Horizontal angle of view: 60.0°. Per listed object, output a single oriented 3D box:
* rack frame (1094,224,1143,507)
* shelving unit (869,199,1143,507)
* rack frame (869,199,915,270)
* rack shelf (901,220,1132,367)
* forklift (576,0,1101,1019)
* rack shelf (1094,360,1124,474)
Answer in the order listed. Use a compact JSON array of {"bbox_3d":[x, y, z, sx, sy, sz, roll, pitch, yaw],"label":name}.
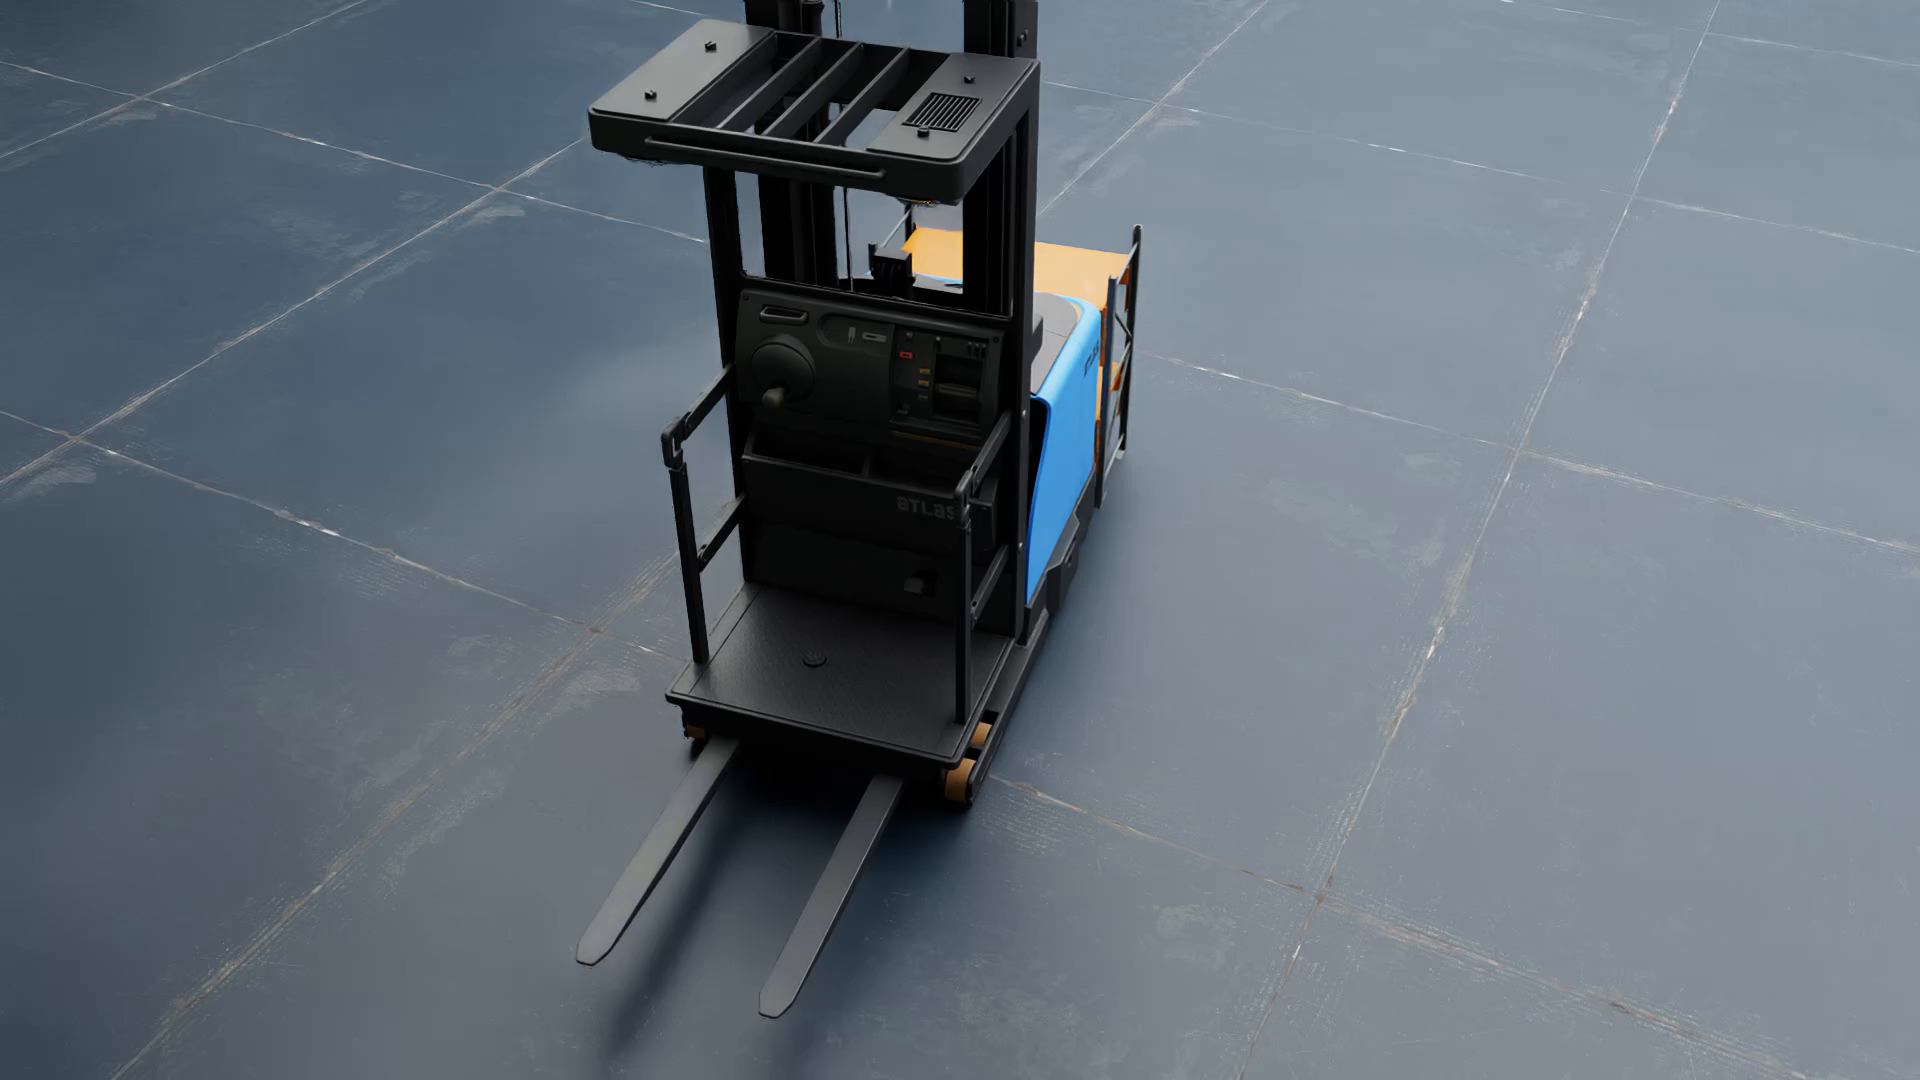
[{"bbox_3d":[0.681,-0.739,7.165,0.032,1.125,0.500,11,39,14],"label":"rack frame"},{"bbox_3d":[0.196,-0.831,7.287,1.048,1.125,0.538,11,39,14],"label":"shelving unit"},{"bbox_3d":[-0.289,-0.924,7.409,0.032,1.125,0.500,11,39,14],"label":"rack frame"},{"bbox_3d":[0.196,-1.064,7.110,1.000,0.278,0.538,11,39,14],"label":"rack shelf"},{"bbox_3d":[-0.375,-0.512,5.373,1.130,2.935,3.031,11,39,15],"label":"forklift"},{"bbox_3d":[0.196,-0.637,7.435,1.000,0.278,0.538,11,39,14],"label":"rack shelf"}]
